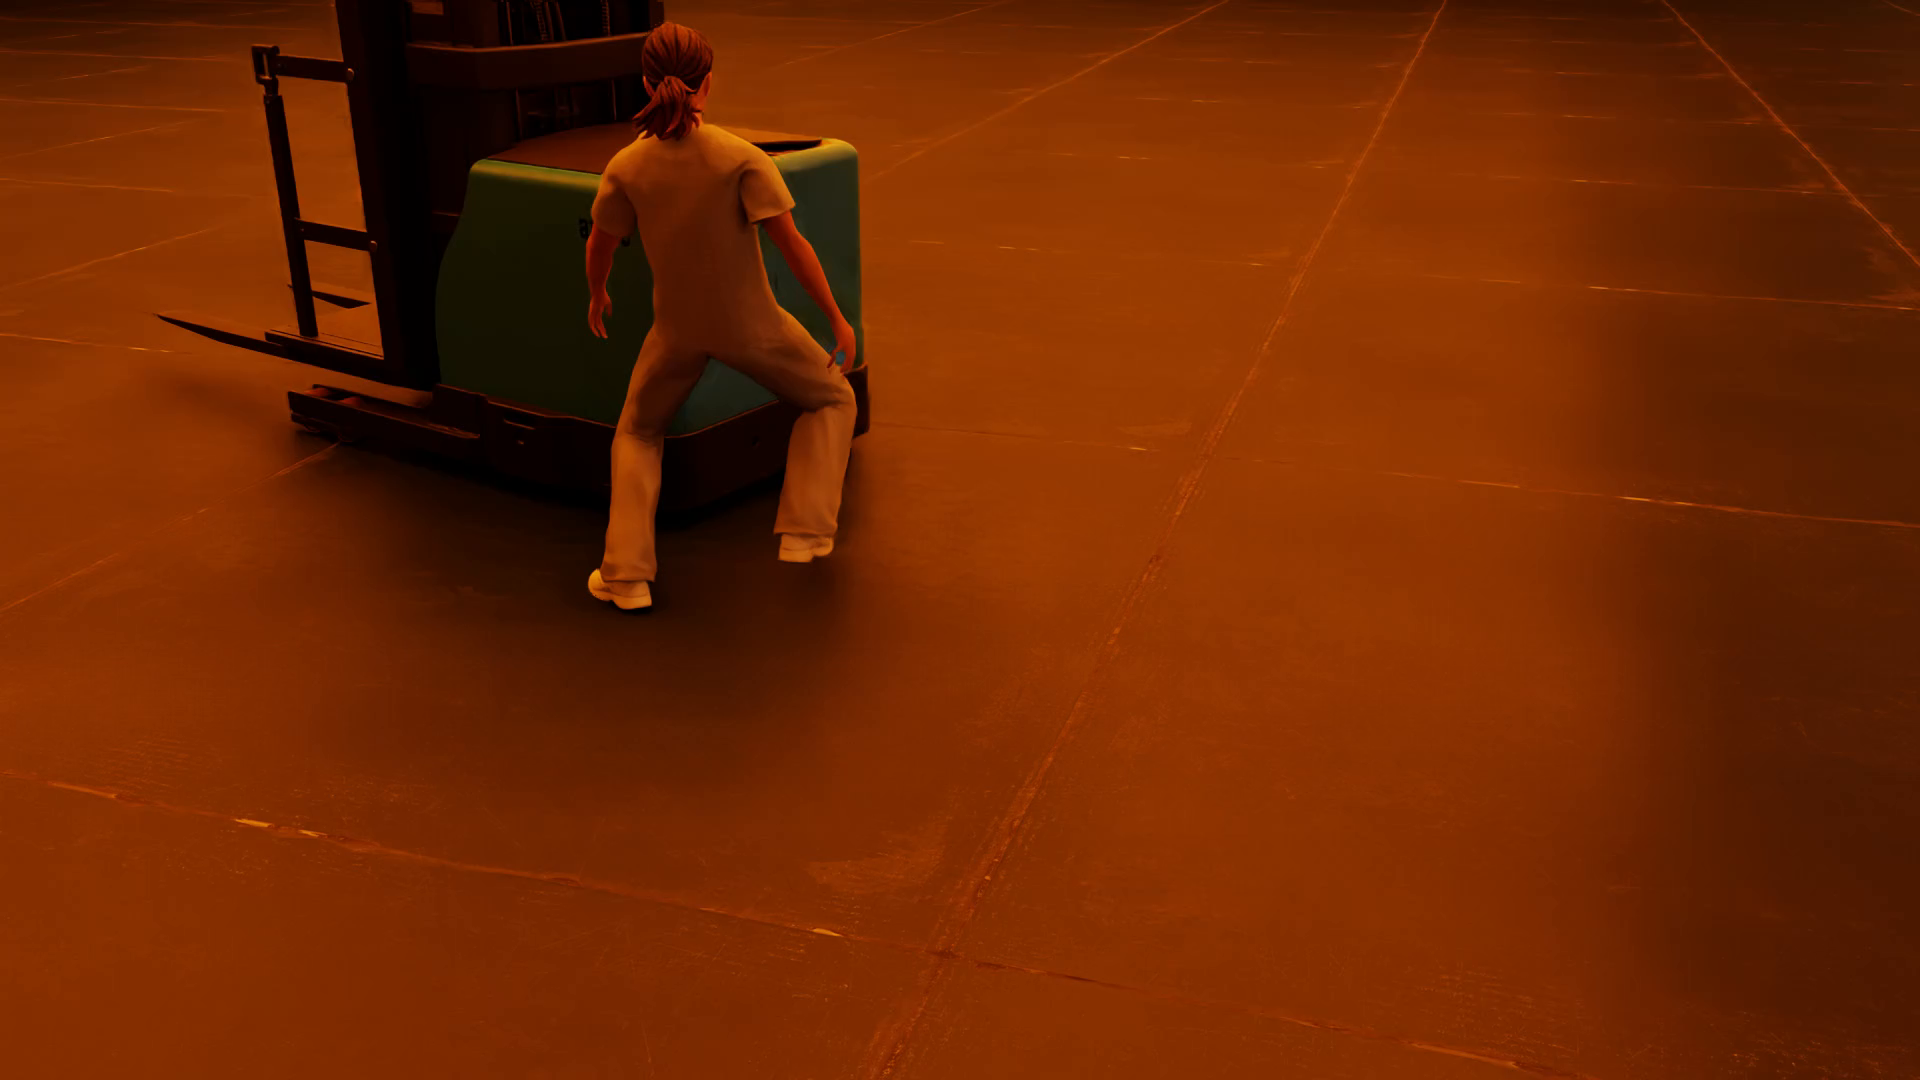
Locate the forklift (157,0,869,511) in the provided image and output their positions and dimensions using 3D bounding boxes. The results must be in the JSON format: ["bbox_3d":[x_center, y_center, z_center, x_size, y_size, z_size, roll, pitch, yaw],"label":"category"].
[{"bbox_3d":[-1.829,-1.851,5.764,3.031,2.935,1.130,14,26,31],"label":"forklift"}]

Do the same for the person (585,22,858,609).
[{"bbox_3d":[-0.680,-0.598,4.548,0.824,1.573,0.587,5,23,12],"label":"person"}]
